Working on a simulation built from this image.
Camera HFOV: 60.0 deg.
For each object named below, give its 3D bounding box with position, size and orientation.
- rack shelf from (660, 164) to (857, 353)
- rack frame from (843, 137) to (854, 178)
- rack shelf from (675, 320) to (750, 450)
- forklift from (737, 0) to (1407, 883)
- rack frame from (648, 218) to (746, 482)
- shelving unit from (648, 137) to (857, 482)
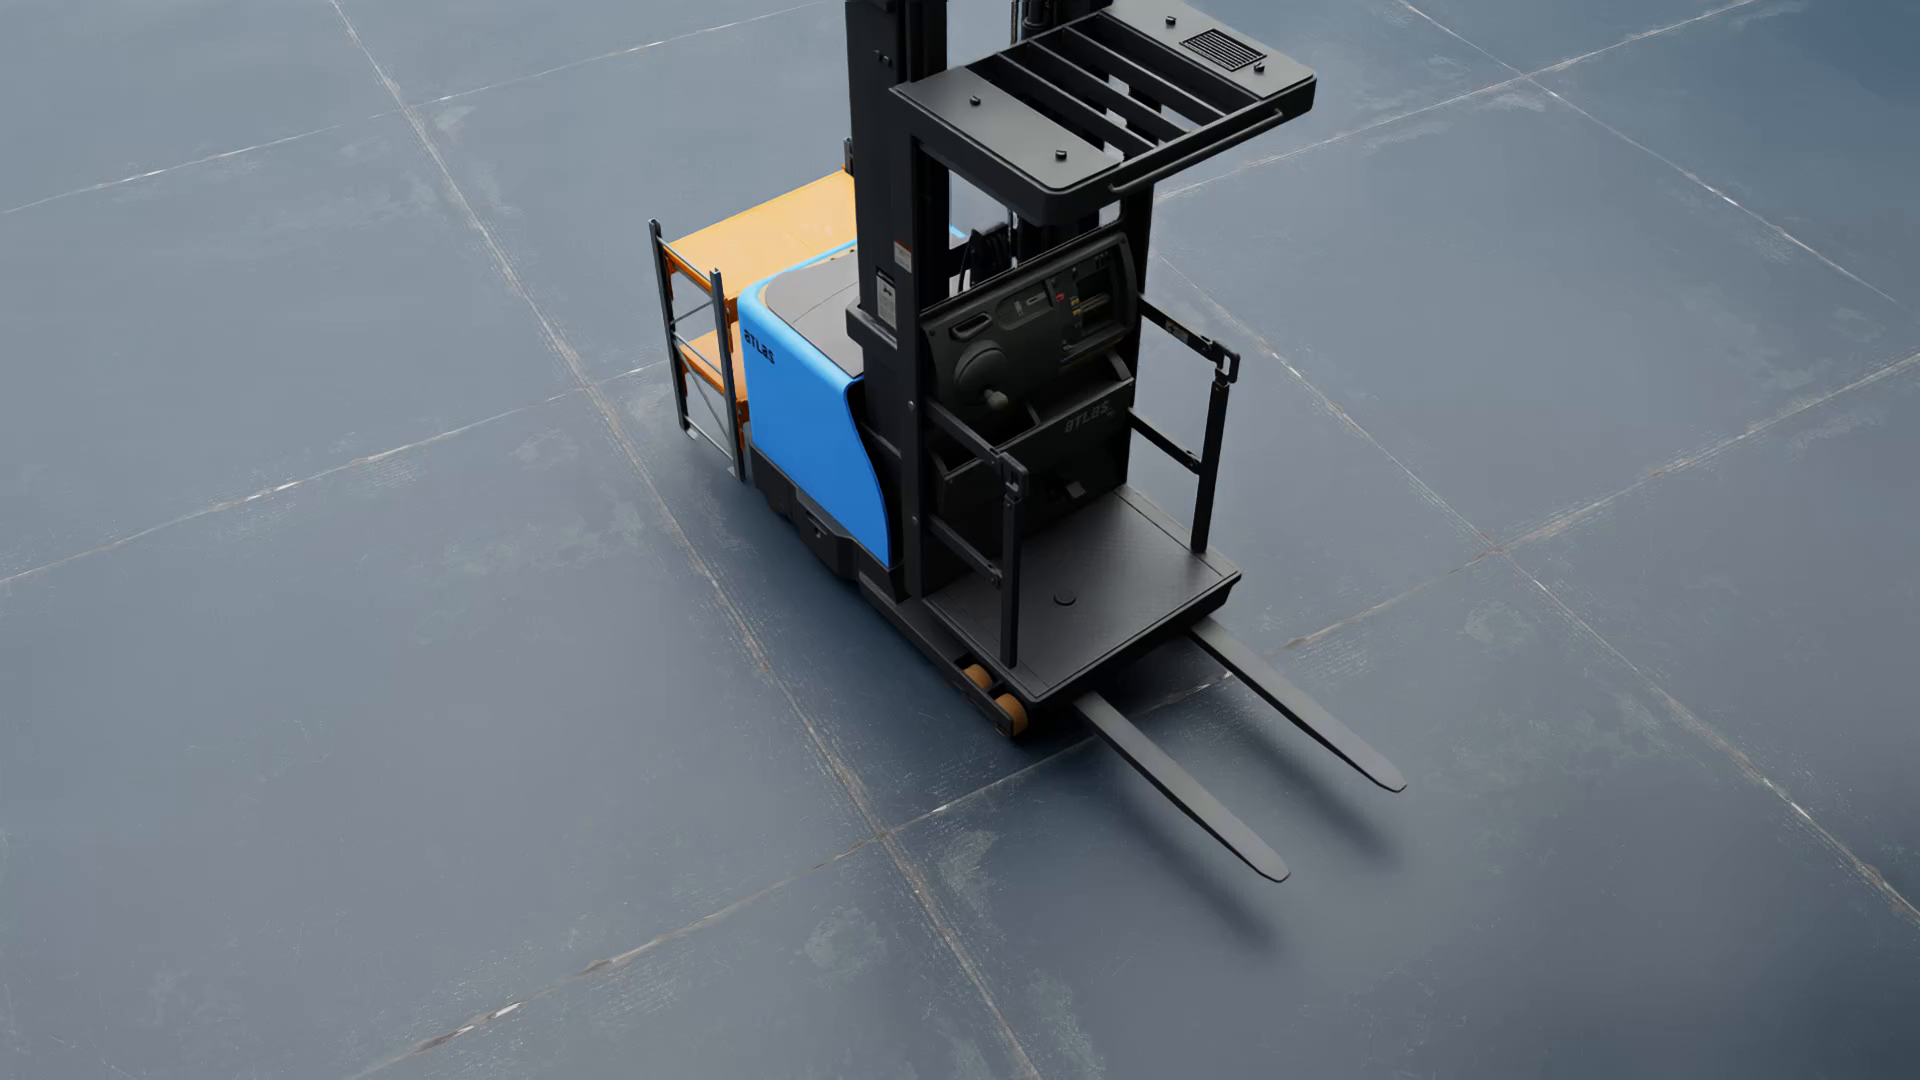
[{"bbox_3d":[-0.739,-1.238,7.227,1.000,0.278,0.538,-30,52,-27],"label":"rack shelf"},{"bbox_3d":[-0.348,-1.254,7.664,0.032,1.125,0.500,-30,52,-27],"label":"rack frame"},{"bbox_3d":[-0.739,-0.853,7.601,1.000,0.278,0.538,-30,52,-27],"label":"rack shelf"},{"bbox_3d":[0.399,-0.693,5.789,1.130,2.935,3.031,-29,51,-27],"label":"forklift"},{"bbox_3d":[-1.130,-0.802,7.198,0.032,1.125,0.500,-30,52,-27],"label":"rack frame"},{"bbox_3d":[-0.739,-1.028,7.431,1.048,1.125,0.538,-30,52,-27],"label":"shelving unit"}]
